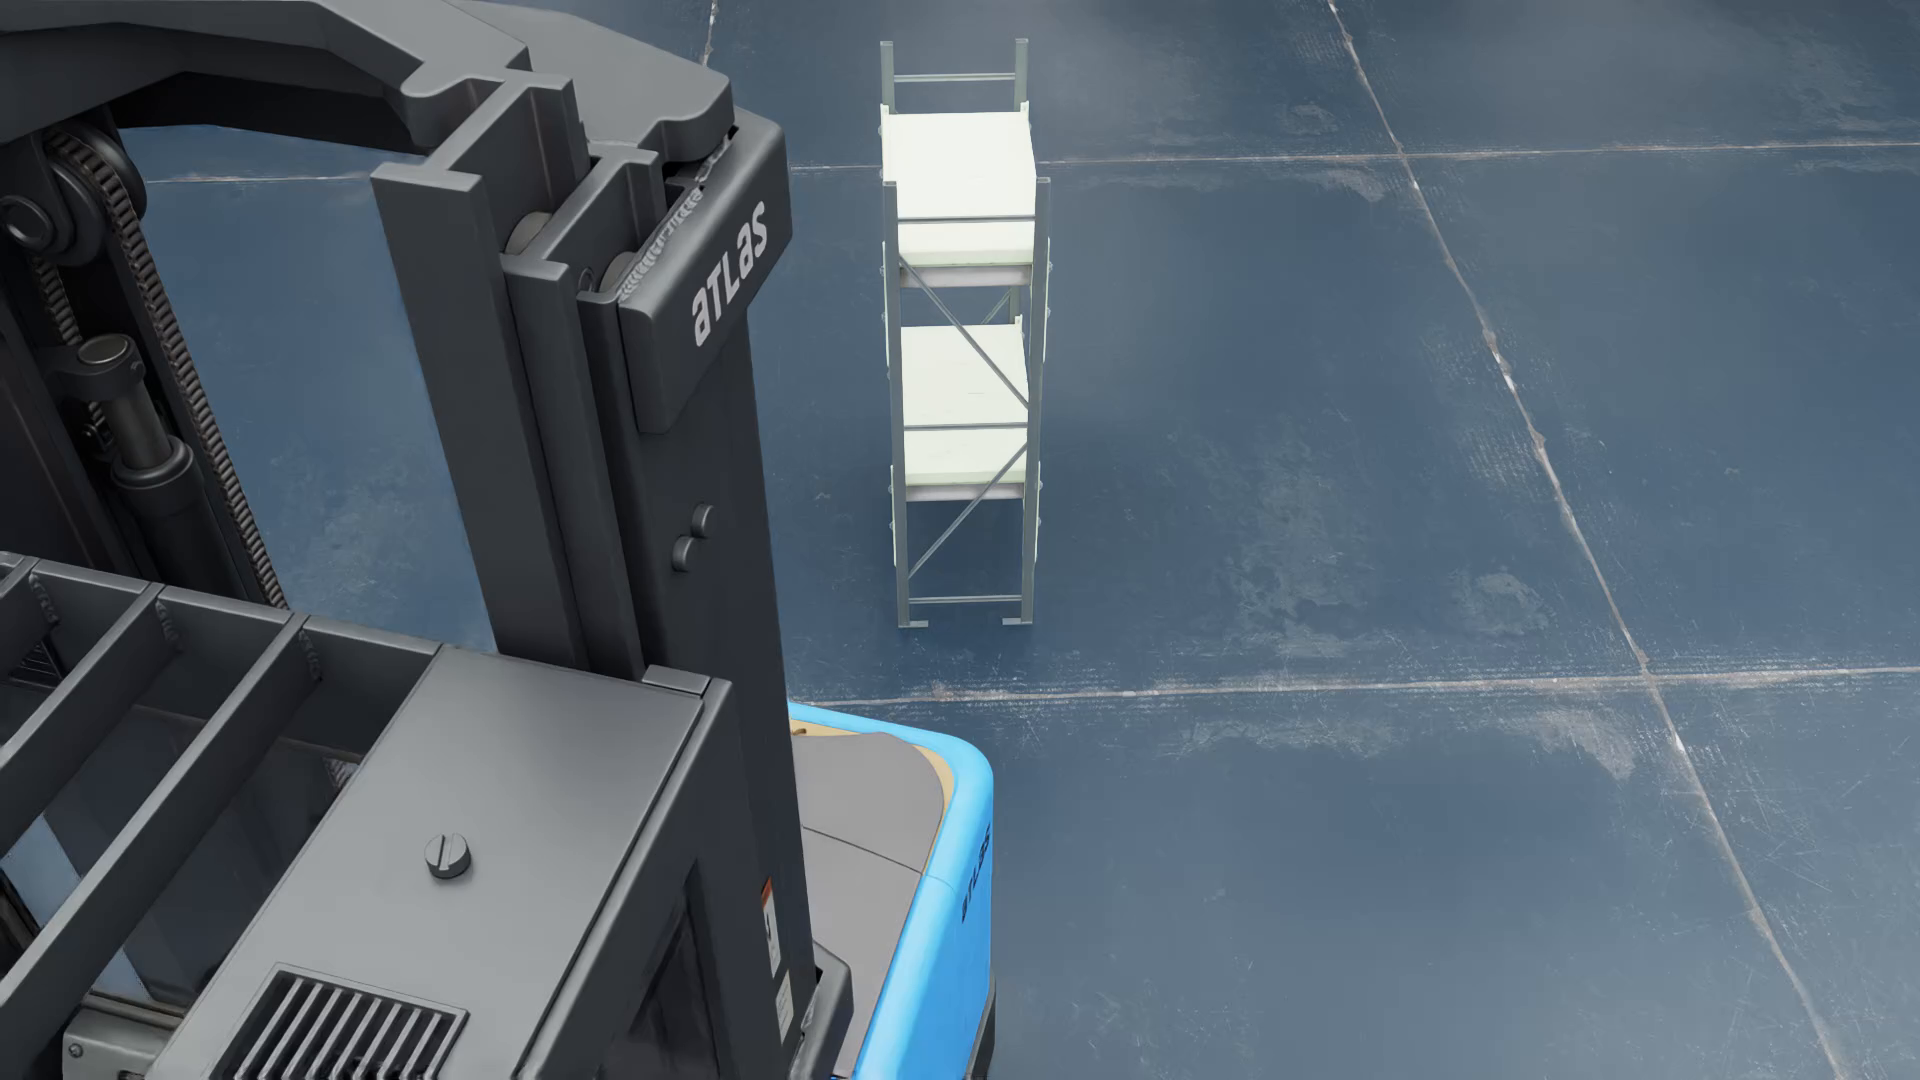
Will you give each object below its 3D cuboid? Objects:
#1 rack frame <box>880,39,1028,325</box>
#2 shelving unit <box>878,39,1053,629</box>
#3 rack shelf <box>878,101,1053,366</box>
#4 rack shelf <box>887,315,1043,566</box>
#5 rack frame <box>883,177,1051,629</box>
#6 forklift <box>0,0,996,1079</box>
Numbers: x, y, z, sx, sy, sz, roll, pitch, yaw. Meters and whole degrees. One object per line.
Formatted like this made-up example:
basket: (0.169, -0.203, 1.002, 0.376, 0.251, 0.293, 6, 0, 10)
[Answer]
rack frame: (-0.015, -0.795, 5.008, 0.400, 1.500, 0.023, -2, 43, -2)
shelving unit: (0.000, -0.548, 4.738, 0.431, 1.500, 0.755, -2, 43, -2)
rack shelf: (0.000, -0.836, 4.475, 0.431, 0.370, 0.720, -2, 43, -2)
rack shelf: (0.000, -0.308, 4.959, 0.431, 0.370, 0.720, -2, 43, -2)
rack frame: (0.016, -0.301, 4.469, 0.400, 1.500, 0.023, -2, 43, -2)
forklift: (-0.798, 0.982, 2.009, 1.130, 2.935, 3.031, 10, 44, 11)
